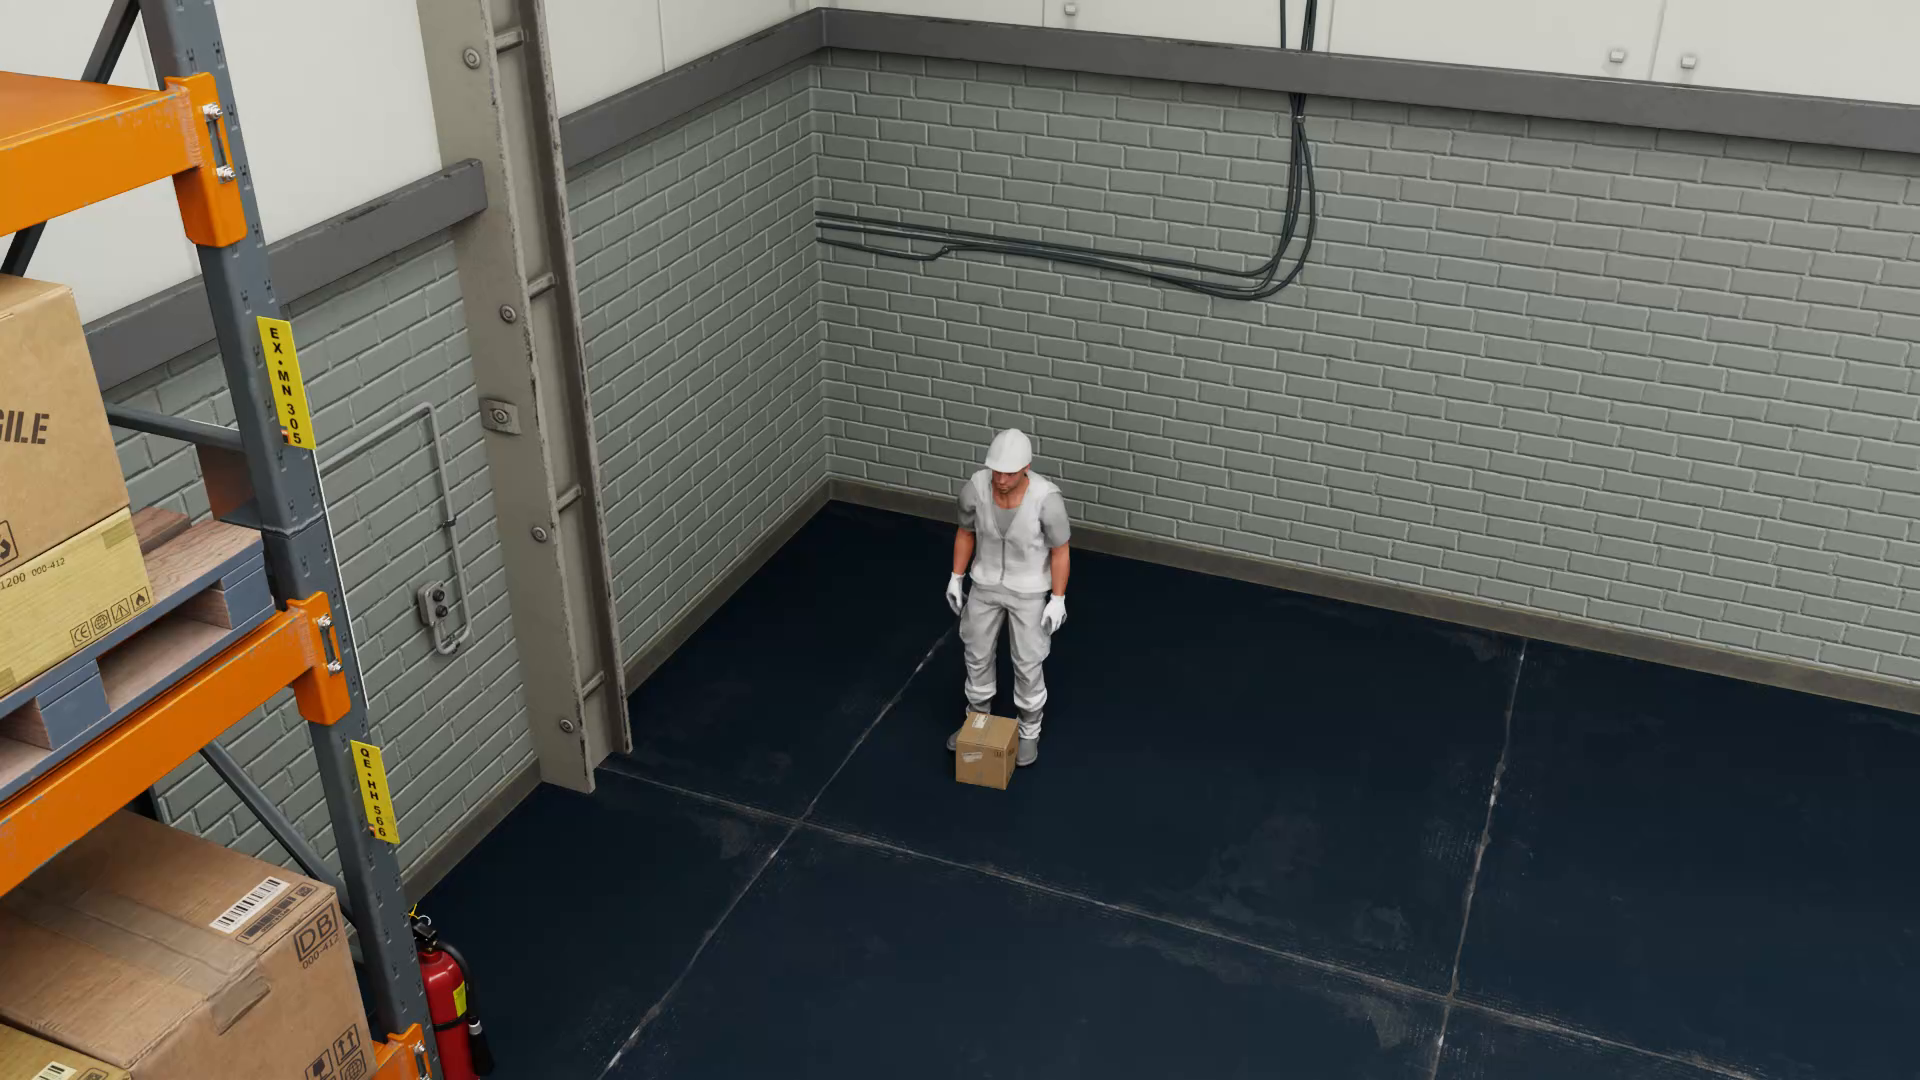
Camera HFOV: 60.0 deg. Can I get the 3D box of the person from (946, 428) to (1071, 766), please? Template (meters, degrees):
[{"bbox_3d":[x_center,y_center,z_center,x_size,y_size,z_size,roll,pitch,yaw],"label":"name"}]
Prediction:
[{"bbox_3d":[0.222,0.256,7.931,0.603,1.778,0.451,11,31,18],"label":"person"}]
